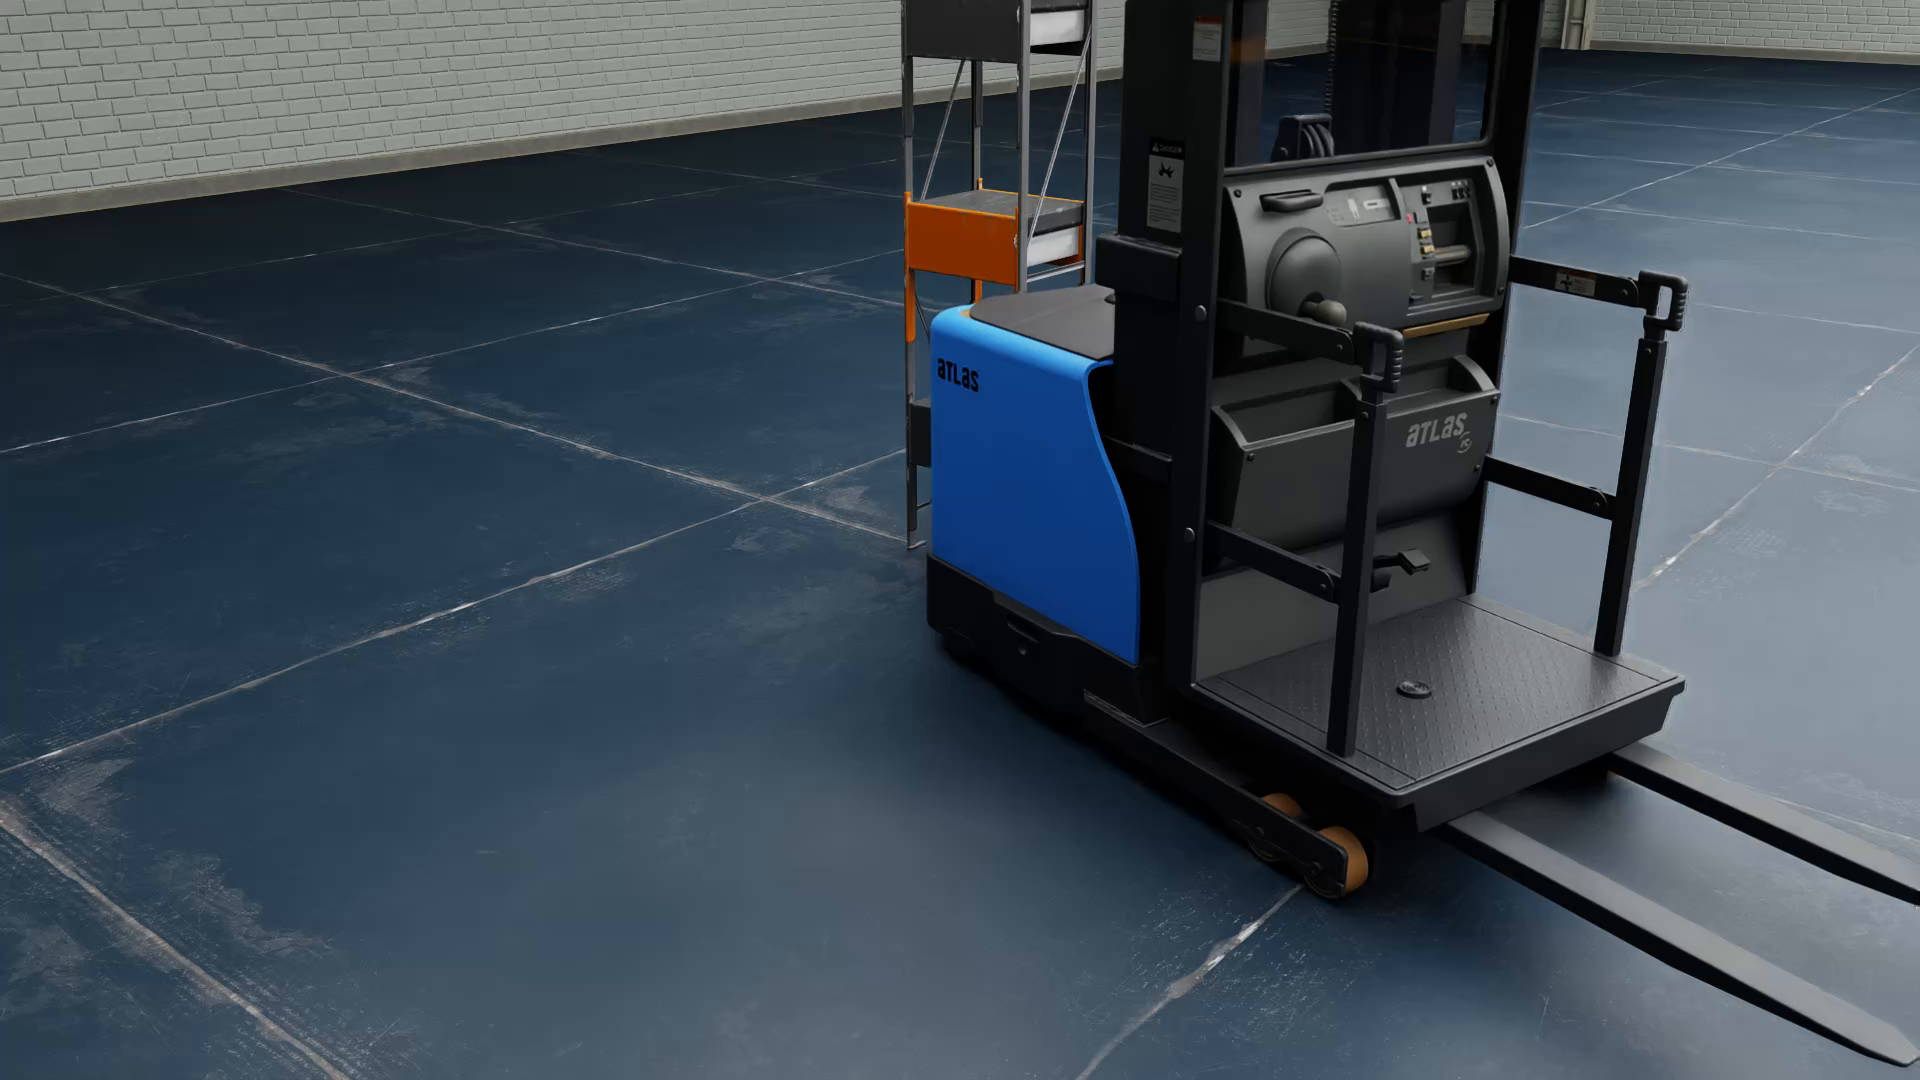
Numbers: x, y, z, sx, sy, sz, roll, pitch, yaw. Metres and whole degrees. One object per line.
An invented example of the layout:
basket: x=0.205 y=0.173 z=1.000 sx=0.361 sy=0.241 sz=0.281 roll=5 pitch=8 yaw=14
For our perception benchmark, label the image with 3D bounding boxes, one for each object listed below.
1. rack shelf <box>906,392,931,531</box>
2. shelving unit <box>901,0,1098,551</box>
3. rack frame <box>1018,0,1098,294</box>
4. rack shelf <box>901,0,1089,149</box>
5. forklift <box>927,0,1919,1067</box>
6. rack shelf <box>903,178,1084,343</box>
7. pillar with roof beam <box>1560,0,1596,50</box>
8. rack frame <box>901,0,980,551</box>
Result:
rack shelf: x=0.128 y=-0.278 z=5.952 sx=0.480 sy=0.518 sz=0.431 roll=16 pitch=26 yaw=36
shelving unit: x=0.128 y=-0.946 z=5.700 sx=0.503 sy=2.100 sz=0.431 roll=16 pitch=26 yaw=36
rack frame: x=0.317 y=-0.891 z=5.555 sx=0.015 sy=2.100 sz=0.400 roll=16 pitch=26 yaw=36
rack shelf: x=0.128 y=-1.588 z=5.458 sx=0.480 sy=0.518 sz=0.431 roll=16 pitch=26 yaw=36
forklift: x=1.139 y=-0.718 z=3.919 sx=1.130 sy=2.935 sz=3.031 roll=-13 pitch=25 yaw=-32
rack shelf: x=0.128 y=-0.933 z=5.705 sx=0.480 sy=0.518 sz=0.431 roll=16 pitch=26 yaw=36
pillar with roof beam: x=7.781 y=-11.417 z=23.691 sx=0.400 sy=9.000 sz=9.100 roll=16 pitch=26 yaw=36
rack frame: x=-0.061 y=-1.000 z=5.844 sx=0.015 sy=2.100 sz=0.400 roll=16 pitch=26 yaw=36
